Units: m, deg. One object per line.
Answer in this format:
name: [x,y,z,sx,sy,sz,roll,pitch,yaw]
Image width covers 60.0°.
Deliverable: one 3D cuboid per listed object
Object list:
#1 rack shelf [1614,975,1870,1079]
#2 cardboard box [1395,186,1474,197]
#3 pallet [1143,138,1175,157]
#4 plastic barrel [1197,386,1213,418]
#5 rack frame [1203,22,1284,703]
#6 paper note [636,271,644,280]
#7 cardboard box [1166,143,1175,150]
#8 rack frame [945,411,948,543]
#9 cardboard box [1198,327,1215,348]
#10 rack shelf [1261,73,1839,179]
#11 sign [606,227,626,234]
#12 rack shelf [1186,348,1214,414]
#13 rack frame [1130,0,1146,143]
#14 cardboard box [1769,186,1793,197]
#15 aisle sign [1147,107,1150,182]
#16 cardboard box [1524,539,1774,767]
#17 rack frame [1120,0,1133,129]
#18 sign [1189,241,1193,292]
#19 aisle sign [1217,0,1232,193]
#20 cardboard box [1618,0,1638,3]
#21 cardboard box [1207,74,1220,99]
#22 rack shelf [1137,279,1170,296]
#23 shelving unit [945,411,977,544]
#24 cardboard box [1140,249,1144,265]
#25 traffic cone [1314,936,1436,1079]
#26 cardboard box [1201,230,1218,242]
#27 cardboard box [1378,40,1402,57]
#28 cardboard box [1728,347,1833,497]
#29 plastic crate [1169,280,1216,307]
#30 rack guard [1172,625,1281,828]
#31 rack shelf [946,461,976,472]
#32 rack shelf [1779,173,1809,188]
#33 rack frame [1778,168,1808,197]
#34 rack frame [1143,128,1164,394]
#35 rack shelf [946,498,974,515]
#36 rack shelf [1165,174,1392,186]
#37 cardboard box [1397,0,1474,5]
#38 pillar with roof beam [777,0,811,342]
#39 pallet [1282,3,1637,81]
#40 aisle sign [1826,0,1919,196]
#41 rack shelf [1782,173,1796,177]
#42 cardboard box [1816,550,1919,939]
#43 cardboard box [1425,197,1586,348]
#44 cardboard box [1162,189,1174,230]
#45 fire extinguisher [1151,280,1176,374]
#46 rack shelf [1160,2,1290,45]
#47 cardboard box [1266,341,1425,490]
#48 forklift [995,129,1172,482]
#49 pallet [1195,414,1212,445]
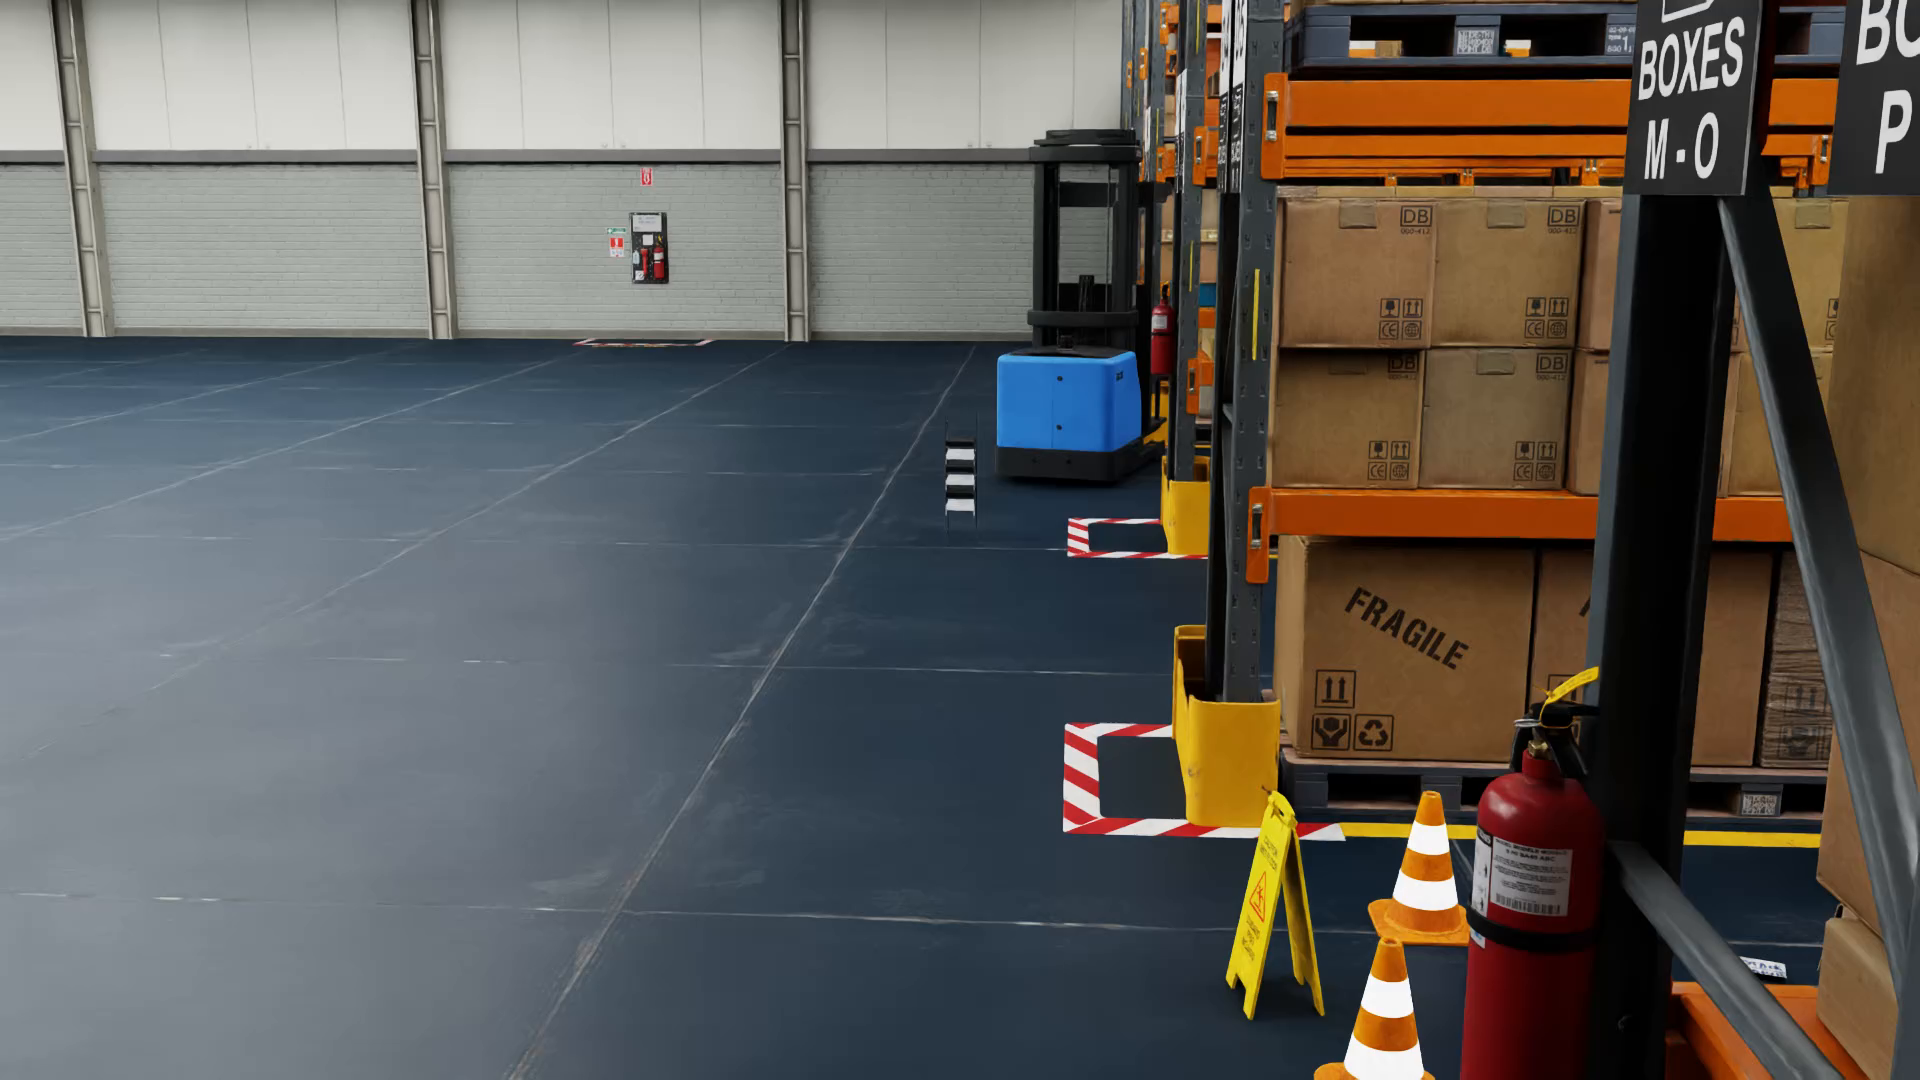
rack shelf: [2.887,0.918,1.809,4.000,0.370,1.077,1,12,4]
cardboard box: [3.082,-2.092,11.028,0.500,0.500,0.500,1,12,4]
pallet: [2.923,-4.919,20.849,1.213,0.211,1.003,1,12,4]
plastic barrel: [2.546,-1.492,16.625,0.421,0.512,0.421,0,12,0]
rack frame: [1.121,-0.474,6.707,0.127,3.000,1.000,1,12,4]
paper note: [-5.319,-4.398,27.616,0.142,0.148,0.016,1,12,4]
cardboard box: [3.397,-5.978,25.401,0.500,0.500,0.500,2,12,8]
rack frame: [-0.093,-0.442,11.682,0.006,0.900,0.240,1,12,4]
cardboard box: [3.239,-2.677,21.097,0.500,0.500,0.500,1,12,4]
rack shelf: [3.117,-1.562,6.342,4.000,0.370,1.077,1,12,4]
sign: [-5.688,-5.116,27.517,0.331,0.109,0.001,1,12,4]
rack shelf: [3.549,-1.106,11.487,4.000,0.370,1.077,1,12,4]
rack frame: [2.219,-6.446,20.604,0.127,3.000,1.000,1,12,4]
cardboard box: [5.077,-2.065,10.900,0.500,0.500,0.500,1,12,4]
aisle sign: [1.793,-3.711,15.834,0.004,0.787,0.394,1,12,4]
cardboard box: [2.680,0.368,6.846,0.875,0.875,0.875,1,12,3]
rack frame: [2.547,-7.458,25.443,0.127,3.000,1.000,1,12,4]
sign: [1.518,-1.798,10.926,0.005,0.325,0.100,1,12,4]
aisle sign: [1.071,-1.808,6.738,0.004,0.787,0.394,1,12,4]
cardboard box: [2.450,-1.990,5.971,0.250,0.149,0.380,1,12,4]
cardboard box: [1.852,-3.136,11.498,0.250,0.149,0.380,1,12,4]
rack shelf: [4.215,-3.130,21.161,4.000,0.370,1.077,1,12,4]
shelving unit: [0.008,-0.440,11.675,0.210,0.900,0.258,1,12,4]
cardboard box: [3.012,-4.386,25.728,0.500,0.250,0.500,0,12,2]
traffic cone: [1.142,1.292,4.463,0.334,0.463,0.336,1,12,4]
cardboard box: [3.109,-3.820,20.874,0.250,0.149,0.380,1,12,4]
cardboard box: [3.017,-3.318,10.784,0.500,0.500,0.500,1,12,4]
cardboard box: [3.127,-0.516,6.543,0.500,0.550,0.875,1,12,4]
plastic crate: [2.404,-2.479,16.656,0.616,0.251,0.499,1,12,4]
rack guard: [1.097,0.749,6.964,0.348,0.500,1.175,1,12,4]
rack shelf: [0.008,-0.496,11.664,0.200,0.077,0.258,1,12,4]
rack shelf: [12.197,-4.489,20.331,4.000,0.370,1.077,1,12,4]
rack frame: [10.201,-3.400,20.695,0.127,3.000,1.000,1,12,4]
rack frame: [1.885,-2.497,16.381,0.127,3.000,1.000,1,12,4]
rack shelf: [0.008,-0.232,11.719,0.200,0.077,0.258,1,12,4]
rack shelf: [4.542,-5.610,25.692,4.000,0.370,1.077,1,12,4]
cardboard box: [1.696,-2.000,6.021,0.250,0.149,0.380,1,12,4]
pillar with roof beam: [-2.971,-6.828,22.430,0.400,9.000,9.100,1,12,4]
pallet: [1.862,-1.891,6.370,1.213,0.211,1.003,1,12,4]
aisle sign: [0.809,-0.671,1.301,0.004,0.787,0.394,1,12,4]
rack shelf: [12.524,-5.501,25.169,4.000,0.370,1.077,1,12,4]
cardboard box: [1.451,0.296,2.059,0.500,0.500,0.500,1,12,3]
cardboard box: [2.044,-1.074,6.573,0.550,0.550,0.875,1,12,4]
cardboard box: [2.737,-4.184,21.029,0.500,0.500,0.700,1,12,4]
fire extinguisher: [1.470,-1.543,12.010,0.183,0.674,0.296,1,12,4]
rack shelf: [3.880,-4.859,15.751,4.000,0.370,1.077,1,12,4]
cardboard box: [1.495,-0.551,6.711,0.550,0.550,0.875,1,12,4]
forklift: [1.264,-2.176,15.013,1.130,2.935,3.031,4,12,19]
pallet: [2.774,-1.129,16.649,1.213,0.211,1.003,1,12,4]
